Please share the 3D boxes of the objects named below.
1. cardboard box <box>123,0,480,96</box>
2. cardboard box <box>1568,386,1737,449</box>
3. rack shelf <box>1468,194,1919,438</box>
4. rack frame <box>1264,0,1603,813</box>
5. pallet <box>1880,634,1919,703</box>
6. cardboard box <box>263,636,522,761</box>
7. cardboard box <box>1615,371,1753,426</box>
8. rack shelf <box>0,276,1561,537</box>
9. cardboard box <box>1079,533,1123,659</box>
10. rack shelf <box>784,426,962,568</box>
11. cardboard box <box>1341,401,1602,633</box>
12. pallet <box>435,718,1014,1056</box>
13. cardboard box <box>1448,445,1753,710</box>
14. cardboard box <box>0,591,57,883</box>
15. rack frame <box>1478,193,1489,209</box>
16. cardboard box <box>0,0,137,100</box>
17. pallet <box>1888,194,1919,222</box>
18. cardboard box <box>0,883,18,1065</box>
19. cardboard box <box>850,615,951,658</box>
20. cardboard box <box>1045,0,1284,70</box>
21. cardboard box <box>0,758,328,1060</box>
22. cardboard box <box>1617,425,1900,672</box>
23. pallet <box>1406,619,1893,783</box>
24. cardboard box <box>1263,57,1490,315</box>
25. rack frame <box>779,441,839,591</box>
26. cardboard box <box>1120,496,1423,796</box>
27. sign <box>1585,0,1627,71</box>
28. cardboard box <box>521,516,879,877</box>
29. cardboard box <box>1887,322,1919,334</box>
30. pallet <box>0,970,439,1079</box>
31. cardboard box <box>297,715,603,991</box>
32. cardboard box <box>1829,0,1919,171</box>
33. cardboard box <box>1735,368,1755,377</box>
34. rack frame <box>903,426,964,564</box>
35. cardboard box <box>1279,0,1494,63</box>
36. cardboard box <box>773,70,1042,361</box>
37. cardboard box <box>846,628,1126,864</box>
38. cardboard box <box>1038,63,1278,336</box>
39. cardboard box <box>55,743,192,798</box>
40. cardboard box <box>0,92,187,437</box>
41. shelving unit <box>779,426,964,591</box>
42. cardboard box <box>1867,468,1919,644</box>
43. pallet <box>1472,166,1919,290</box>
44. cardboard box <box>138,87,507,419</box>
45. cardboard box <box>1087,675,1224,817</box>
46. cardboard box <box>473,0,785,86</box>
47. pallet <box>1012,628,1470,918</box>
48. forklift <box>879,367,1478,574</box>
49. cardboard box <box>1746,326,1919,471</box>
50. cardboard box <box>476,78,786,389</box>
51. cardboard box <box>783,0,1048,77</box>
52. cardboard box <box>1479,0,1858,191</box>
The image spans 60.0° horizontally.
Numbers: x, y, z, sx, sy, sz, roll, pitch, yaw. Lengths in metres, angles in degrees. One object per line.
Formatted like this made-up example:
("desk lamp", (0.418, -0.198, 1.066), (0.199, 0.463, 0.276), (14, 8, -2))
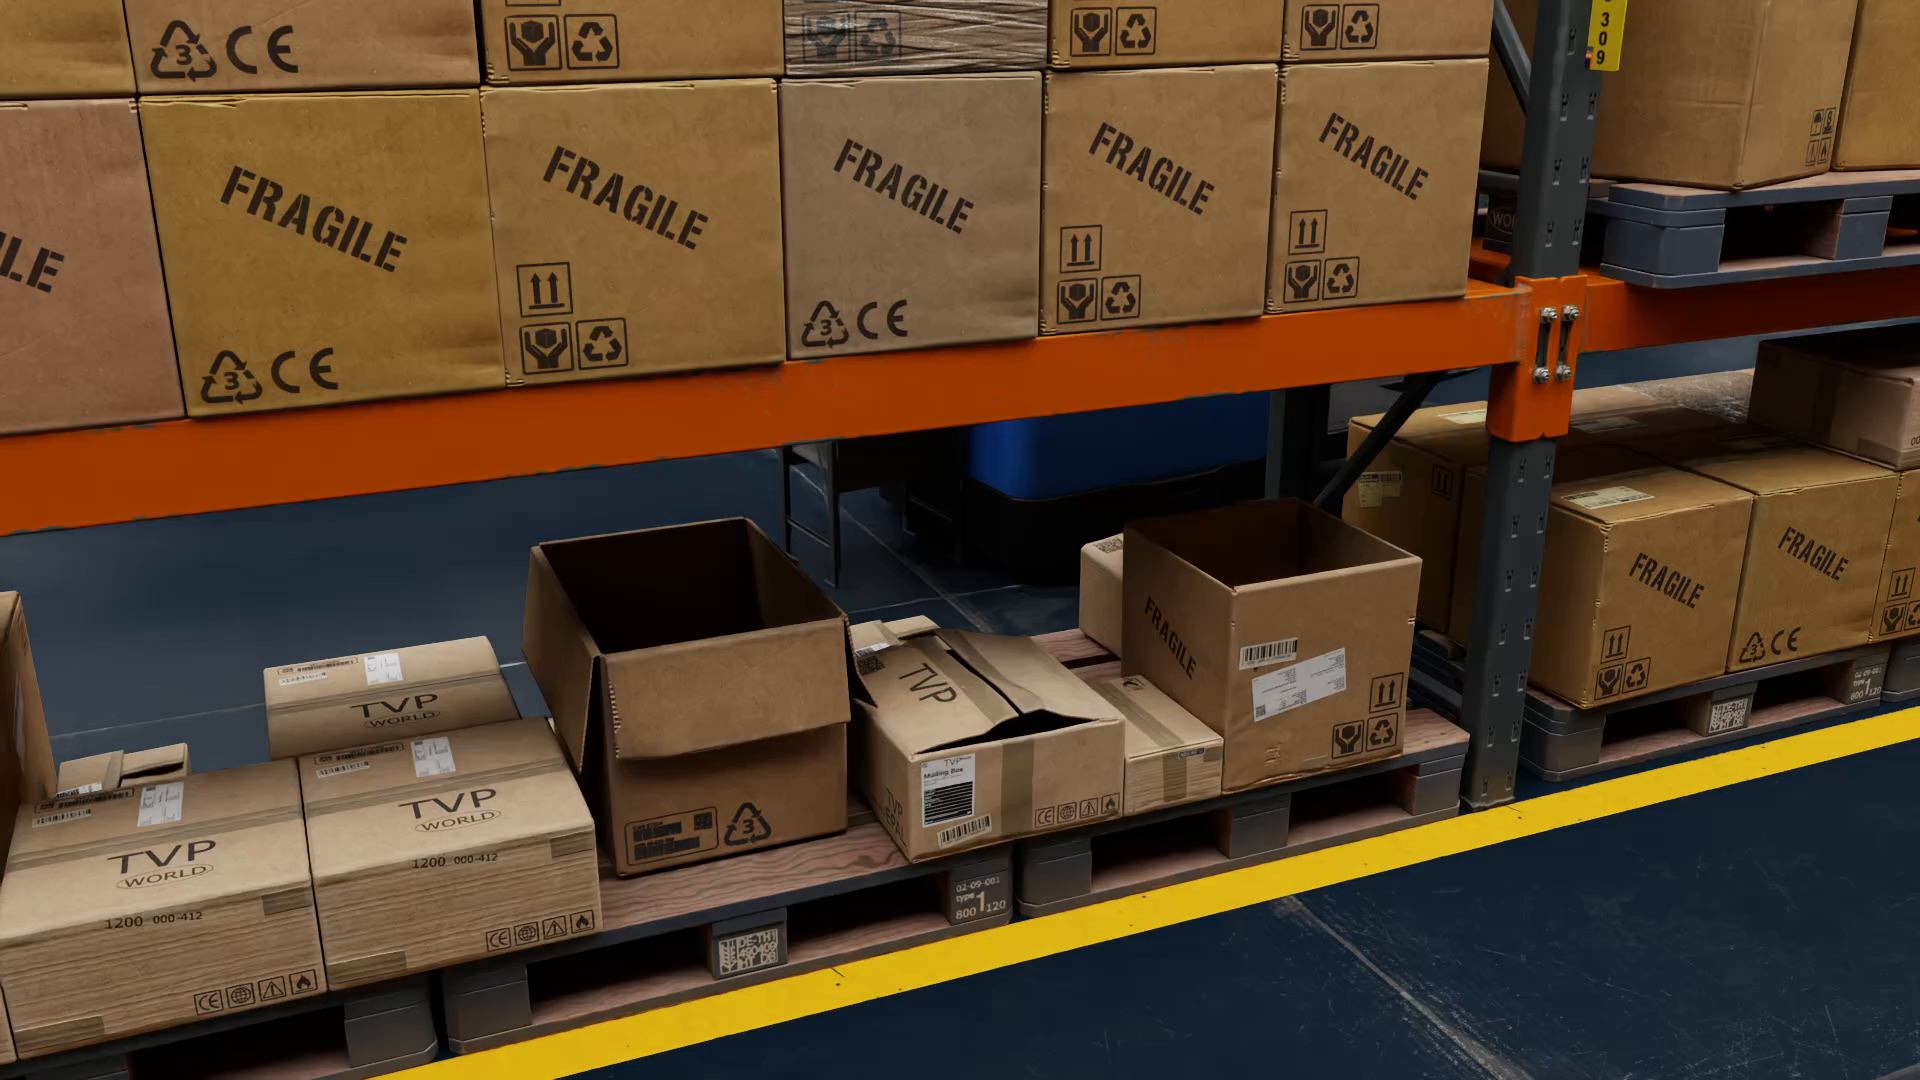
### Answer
("cardboard box", (-1.094, -1.007, 2.710), (0.500, 0.500, 0.500), (-8, 21, -21))
("cardboard box", (1.925, -0.145, 5.018), (0.500, 0.500, 0.500), (-8, 21, -22))
("rack shelf", (2.965, -0.825, 4.932), (4.000, 0.370, 1.077), (-8, 21, -22))
("rack frame", (1.128, -0.901, 4.065), (0.127, 3.000, 1.000), (-8, 21, -22))
("pallet", (2.982, 0.134, 5.325), (1.213, 0.211, 1.003), (-8, 21, -22))
("cardboard box", (-1.259, 0.452, 3.700), (0.500, 0.250, 0.500), (-8, 21, -22))
("cardboard box", (2.386, -0.210, 5.205), (0.500, 0.500, 0.500), (-8, 21, -21))
("rack shelf", (-0.708, -0.299, 3.438), (4.000, 0.370, 1.077), (-8, 21, -22))
("cardboard box", (0.657, 0.149, 4.469), (0.500, 0.311, 0.500), (-8, 21, -22))
("rack shelf", (-0.307, -0.249, 5.717), (0.480, 0.518, 0.431), (-12, 22, -30))
("cardboard box", (1.468, -0.082, 4.840), (0.500, 0.500, 0.500), (-8, 21, -22))
("pallet", (-0.624, 0.666, 3.813), (1.213, 0.211, 1.003), (-8, 21, -22))
("cardboard box", (1.669, 0.081, 4.377), (0.500, 0.500, 0.500), (-9, 21, -24))
("cardboard box", (-2.143, 0.450, 3.330), (0.500, 0.500, 0.500), (-8, 21, -22))
("rack frame", (2.843, -2.939, 9.851), (0.127, 3.000, 1.000), (-8, 21, -22))
("cardboard box", (-1.556, -0.943, 2.528), (0.500, 0.500, 0.500), (-8, 21, -21))
("pallet", (3.017, -1.080, 4.861), (1.213, 0.211, 1.003), (-8, 21, -22))
("cardboard box", (-1.794, 0.771, 2.921), (0.250, 0.166, 0.380), (-8, 21, -22))
("cardboard box", (-0.133, 0.334, 4.162), (0.250, 0.166, 0.380), (-8, 21, -22))
("cardboard box", (0.297, -1.206, 3.276), (0.500, 0.500, 0.500), (-9, 21, -23))
("cardboard box", (-1.474, 0.663, 3.099), (0.500, 0.250, 0.500), (-8, 21, -22))
("cardboard box", (2.154, 0.007, 4.586), (0.500, 0.500, 0.500), (-8, 21, -21))
("pallet", (1.860, 0.295, 4.865), (1.213, 0.211, 1.003), (-8, 21, -22))
("cardboard box", (0.771, -0.805, 3.640), (0.500, 0.500, 0.500), (-8, 21, -21))
("rack frame", (-0.514, -0.880, 5.359), (0.015, 2.100, 0.400), (-12, 22, -30))
("cardboard box", (0.718, 0.232, 3.949), (0.500, 0.500, 0.500), (-8, 21, -22))
("sign", (1.350, -1.145, 3.455), (0.005, 0.325, 0.100), (-8, 21, -22))
("cardboard box", (-0.595, 0.317, 3.701), (0.637, 0.503, 0.797), (-8, 21, -22))
("cardboard box", (3.048, -0.471, 4.814), (0.500, 0.250, 0.500), (-9, 21, -23))
("pallet", (-1.743, 0.825, 3.361), (1.213, 0.211, 1.003), (-8, 21, -22))
("cardboard box", (-1.015, 0.598, 3.286), (0.500, 0.250, 0.500), (-8, 21, -22))
("cardboard box", (2.258, -1.251, 4.274), (0.500, 0.500, 0.700), (-5, 20, -13))
("cardboard box", (2.852, -0.278, 5.396), (0.500, 0.500, 0.500), (-9, 21, -24))
("rack frame", (-0.099, -0.965, 5.600), (0.015, 2.100, 0.400), (-12, 22, -30))
("cardboard box", (0.767, -1.275, 3.470), (0.500, 0.500, 0.500), (-8, 21, -22))
("cardboard box", (-0.173, -0.668, 3.252), (0.500, 0.500, 0.500), (-8, 21, -21))
("cardboard box", (0.029, 0.419, 3.700), (0.500, 0.311, 0.500), (-8, 21, -22))
("cardboard box", (0.298, -0.736, 3.446), (0.500, 0.500, 0.500), (-8, 21, -20))
("cardboard box", (-1.735, 0.581, 3.458), (0.250, 0.166, 0.380), (-8, 21, -22))
("cardboard box", (-1.561, -0.470, 2.689), (0.500, 0.500, 0.500), (-8, 21, -22))
("shelving unit", (-0.307, -0.922, 5.480), (0.503, 2.100, 0.431), (-12, 22, -30))
("cardboard box", (2.616, -0.056, 4.766), (0.500, 0.500, 0.500), (-8, 21, -21))
("pallet", (1.905, -0.883, 4.301), (1.213, 0.211, 1.003), (-8, 21, -22))
("cardboard box", (-1.099, -0.535, 2.874), (0.500, 0.500, 0.500), (-8, 21, -22))
("cardboard box", (0.397, 0.465, 3.815), (0.250, 0.149, 0.380), (-8, 21, -22))
("cardboard box", (-0.628, -1.074, 2.901), (0.500, 0.500, 0.500), (-8, 21, -22))
("pallet", (0.497, 0.504, 4.273), (1.213, 0.211, 1.003), (-8, 21, -22))
("forklift", (1.219, -1.615, 6.195), (3.031, 2.935, 1.130), (-12, 22, -30))
("cardboard box", (2.587, -0.404, 4.626), (0.500, 0.250, 0.500), (-8, 21, -22))
("cardboard box", (-0.639, -0.600, 3.059), (0.500, 0.500, 0.500), (-8, 21, -21))
("cardboard box", (-0.165, -1.140, 3.088), (0.500, 0.500, 0.500), (-8, 21, -21))
("cardboard box", (1.652, -1.141, 3.962), (0.500, 0.500, 0.700), (-17, 26, -40))
